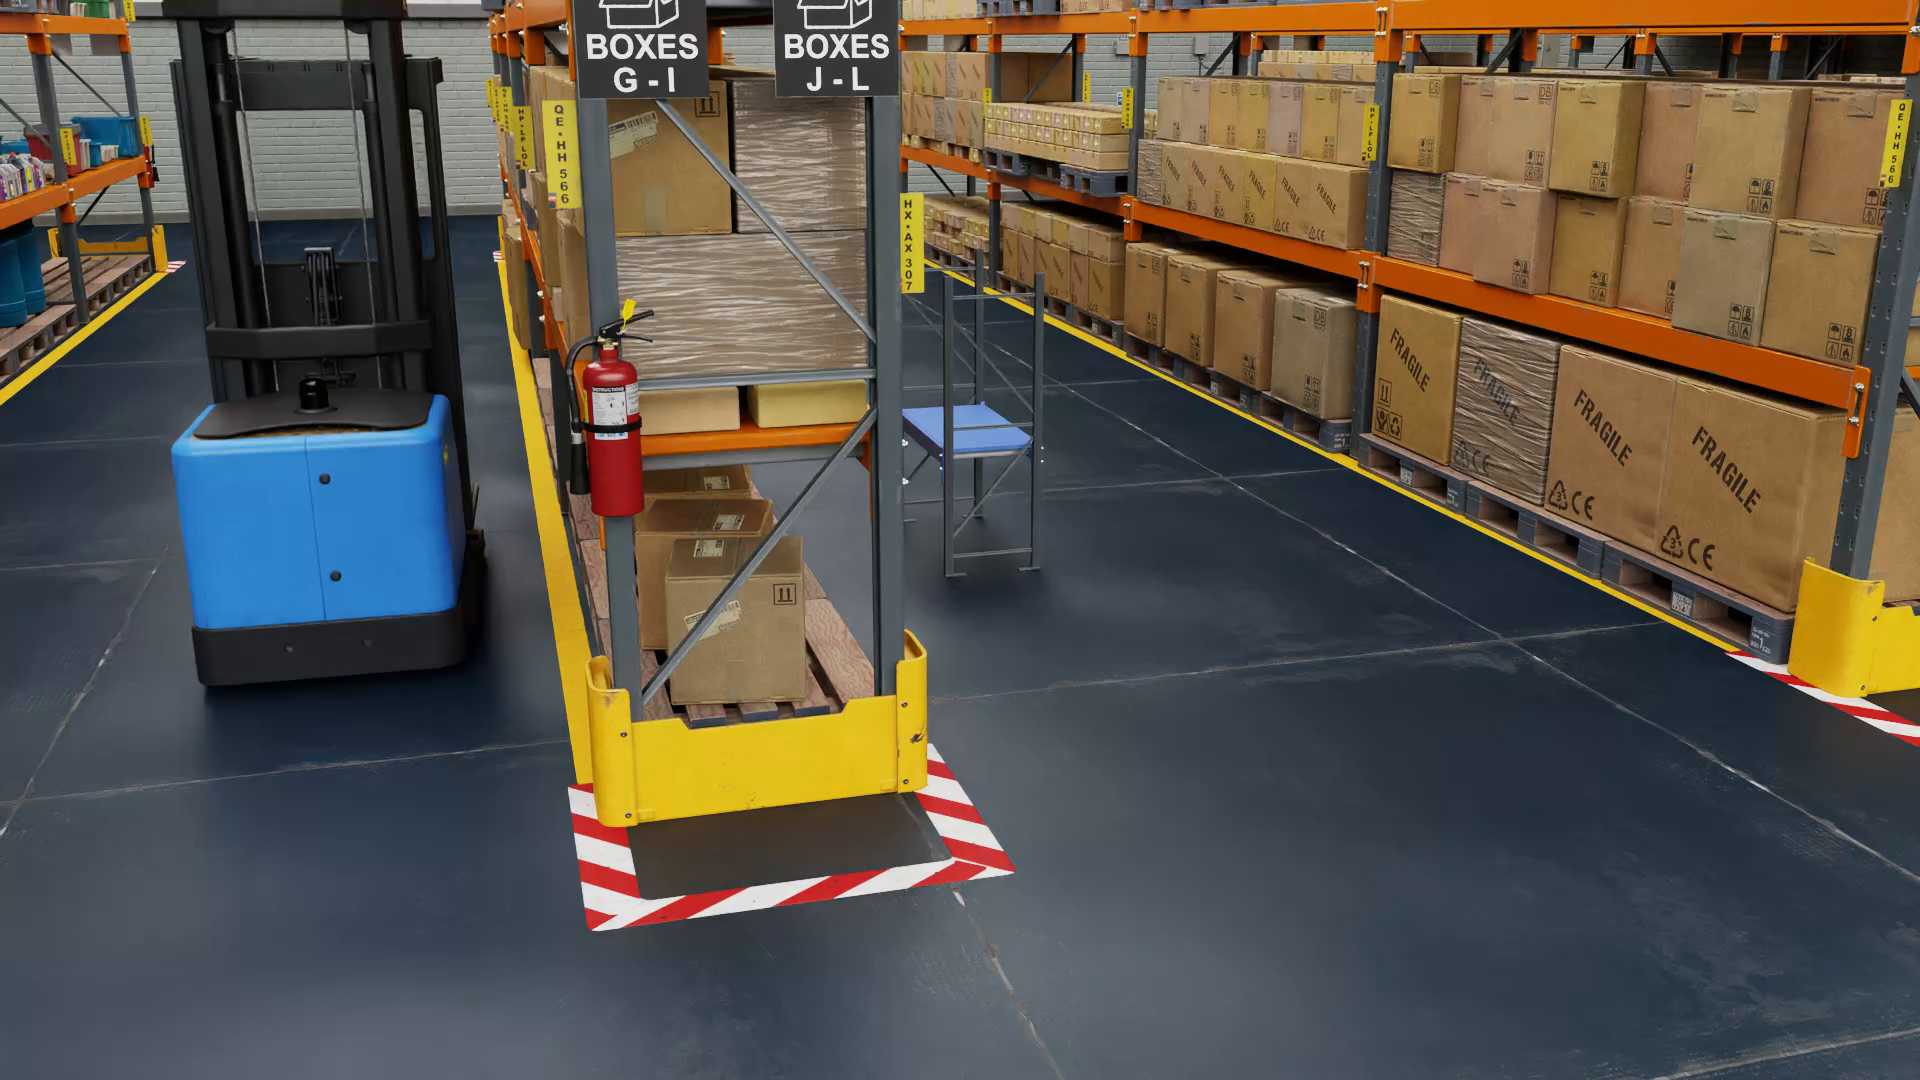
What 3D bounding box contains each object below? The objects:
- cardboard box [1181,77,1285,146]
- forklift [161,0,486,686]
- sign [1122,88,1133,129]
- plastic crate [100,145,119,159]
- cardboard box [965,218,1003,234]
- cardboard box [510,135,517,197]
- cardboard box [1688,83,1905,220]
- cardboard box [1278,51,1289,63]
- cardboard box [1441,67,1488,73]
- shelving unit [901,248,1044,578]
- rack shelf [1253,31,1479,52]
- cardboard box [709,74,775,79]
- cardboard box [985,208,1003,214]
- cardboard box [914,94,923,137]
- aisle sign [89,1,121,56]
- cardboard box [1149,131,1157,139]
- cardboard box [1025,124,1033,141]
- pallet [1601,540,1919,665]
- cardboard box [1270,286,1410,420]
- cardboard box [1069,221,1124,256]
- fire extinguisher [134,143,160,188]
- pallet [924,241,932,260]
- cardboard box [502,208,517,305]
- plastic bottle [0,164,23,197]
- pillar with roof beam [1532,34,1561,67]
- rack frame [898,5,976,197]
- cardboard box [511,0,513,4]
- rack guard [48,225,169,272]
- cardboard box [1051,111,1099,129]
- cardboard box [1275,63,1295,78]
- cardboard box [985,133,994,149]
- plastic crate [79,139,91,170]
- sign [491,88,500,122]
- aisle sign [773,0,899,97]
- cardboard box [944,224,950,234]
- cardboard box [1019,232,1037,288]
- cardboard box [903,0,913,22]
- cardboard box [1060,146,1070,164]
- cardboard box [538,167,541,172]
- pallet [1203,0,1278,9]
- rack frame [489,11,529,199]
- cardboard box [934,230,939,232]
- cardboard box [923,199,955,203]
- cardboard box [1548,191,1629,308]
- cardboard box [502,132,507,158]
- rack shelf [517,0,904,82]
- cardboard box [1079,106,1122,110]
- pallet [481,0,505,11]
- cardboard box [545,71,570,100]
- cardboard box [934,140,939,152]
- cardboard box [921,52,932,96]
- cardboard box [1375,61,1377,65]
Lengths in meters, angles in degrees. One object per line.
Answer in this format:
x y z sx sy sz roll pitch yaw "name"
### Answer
2.162 -3.362 13.018 0.700 0.500 0.500 -5 17 -16 "cardboard box"
-2.940 -1.195 7.836 1.130 2.935 3.031 -4 17 -13 "forklift"
1.389 -3.571 13.751 0.100 0.325 0.005 -5 17 -15 "sign"
-9.452 -4.248 18.235 0.396 0.136 0.243 -5 17 -15 "plastic crate"
0.277 -3.541 18.717 0.380 0.149 0.250 -5 17 -16 "cardboard box"
-3.540 -3.182 14.158 0.500 0.500 0.500 -5 18 -17 "cardboard box"
3.802 -1.727 7.348 0.875 0.550 0.550 -5 17 -15 "cardboard box"
4.374 -6.302 21.677 0.380 0.149 0.250 -4 17 -14 "cardboard box"
5.551 -4.869 18.037 0.500 0.500 0.500 -5 17 -16 "cardboard box"
0.023 -0.695 8.658 0.538 1.500 1.048 -5 17 -15 "shelving unit"
4.991 -6.271 20.651 1.077 0.370 4.000 -5 17 -15 "rack shelf"
-0.710 -1.505 6.318 0.500 0.500 0.500 -5 17 -15 "cardboard box"
0.508 -3.873 19.823 0.380 0.149 0.250 -5 17 -15 "cardboard box"
-0.262 -5.211 20.395 0.500 0.500 0.500 -5 17 -15 "cardboard box"
-9.588 -5.845 18.678 0.394 0.787 0.004 -5 17 -15 "aisle sign"
1.891 -3.548 14.738 0.380 0.149 0.250 -4 17 -13 "cardboard box"
0.840 -3.922 15.983 0.380 0.149 0.250 -5 17 -16 "cardboard box"
3.811 0.234 7.808 1.003 0.211 1.213 -5 17 -15 "pallet"
2.750 -1.282 11.186 1.050 0.750 0.750 -5 17 -16 "cardboard box"
1.318 -2.770 15.272 0.500 0.250 0.500 -4 17 -14 "cardboard box"
-9.454 -4.419 19.232 0.296 0.674 0.183 -5 17 -15 "fire extinguisher"
-0.081 -3.729 20.998 1.003 0.211 1.213 -5 17 -15 "pallet"
-3.547 -2.603 15.367 1.225 0.875 0.875 -5 18 -17 "cardboard box"
-8.092 -3.067 14.164 0.152 0.276 0.135 -5 17 -15 "plastic bottle"
5.199 -9.475 24.854 9.100 9.000 0.400 -5 17 -15 "pillar with roof beam"
-0.291 -5.313 21.425 1.000 3.000 0.127 -5 17 -15 "rack frame"
-2.713 -3.667 10.992 0.500 0.250 0.500 -4 17 -14 "cardboard box"
-9.869 -3.365 19.287 1.175 0.500 0.348 -5 17 -15 "rack guard"
1.056 -3.848 15.220 0.380 0.149 0.250 -5 17 -15 "cardboard box"
4.448 -5.961 21.671 0.500 0.500 0.500 -5 17 -17 "cardboard box"
0.474 -4.142 17.233 0.380 0.149 0.250 -6 18 -18 "cardboard box"
-8.993 -3.859 16.688 0.437 0.282 0.530 -5 17 -15 "plastic crate"
-4.521 -4.250 16.245 0.100 0.325 0.005 -5 17 -15 "sign"
-0.385 -1.774 5.126 0.394 0.787 0.004 -5 17 -15 "aisle sign"
0.024 -3.768 19.989 0.380 0.149 0.250 -4 17 -12 "cardboard box"
0.904 -2.839 16.803 0.500 0.500 0.500 -4 17 -13 "cardboard box"
-0.413 -6.533 20.534 0.500 0.250 0.500 -4 17 -13 "cardboard box"
1.128 -3.490 15.063 0.380 0.149 0.250 -5 17 -16 "cardboard box"
-1.726 -1.690 8.674 0.875 0.500 0.500 -5 17 -15 "cardboard box"
2.446 -3.963 12.045 1.003 0.211 1.213 -4 17 -13 "pallet"
-5.088 -4.949 20.212 1.000 3.000 0.127 -5 17 -15 "rack frame"
-0.103 -3.702 20.287 0.380 0.149 0.250 -5 17 -15 "cardboard box"
-0.282 -4.195 20.895 0.380 0.149 0.250 -4 17 -14 "cardboard box"
3.570 -1.516 8.526 0.875 0.550 0.500 -5 17 -15 "cardboard box"
-4.362 -4.014 16.845 0.500 0.250 0.500 -5 17 -16 "cardboard box"
-1.240 -2.168 6.992 1.077 0.370 4.000 -5 17 -15 "rack shelf"
1.387 -4.190 16.358 0.380 0.149 0.250 -5 18 -17 "cardboard box"
-3.117 -4.256 13.020 1.213 0.211 1.003 -4 17 -13 "pallet"
-1.487 -1.740 7.102 0.500 0.500 0.500 -5 17 -15 "cardboard box"
-0.090 -4.723 19.897 0.380 0.149 0.250 -5 17 -16 "cardboard box"
-0.156 -5.552 19.792 0.500 0.500 0.500 -5 17 -16 "cardboard box"
5.122 -5.674 19.589 0.380 0.149 0.250 -5 17 -15 "cardboard box"
